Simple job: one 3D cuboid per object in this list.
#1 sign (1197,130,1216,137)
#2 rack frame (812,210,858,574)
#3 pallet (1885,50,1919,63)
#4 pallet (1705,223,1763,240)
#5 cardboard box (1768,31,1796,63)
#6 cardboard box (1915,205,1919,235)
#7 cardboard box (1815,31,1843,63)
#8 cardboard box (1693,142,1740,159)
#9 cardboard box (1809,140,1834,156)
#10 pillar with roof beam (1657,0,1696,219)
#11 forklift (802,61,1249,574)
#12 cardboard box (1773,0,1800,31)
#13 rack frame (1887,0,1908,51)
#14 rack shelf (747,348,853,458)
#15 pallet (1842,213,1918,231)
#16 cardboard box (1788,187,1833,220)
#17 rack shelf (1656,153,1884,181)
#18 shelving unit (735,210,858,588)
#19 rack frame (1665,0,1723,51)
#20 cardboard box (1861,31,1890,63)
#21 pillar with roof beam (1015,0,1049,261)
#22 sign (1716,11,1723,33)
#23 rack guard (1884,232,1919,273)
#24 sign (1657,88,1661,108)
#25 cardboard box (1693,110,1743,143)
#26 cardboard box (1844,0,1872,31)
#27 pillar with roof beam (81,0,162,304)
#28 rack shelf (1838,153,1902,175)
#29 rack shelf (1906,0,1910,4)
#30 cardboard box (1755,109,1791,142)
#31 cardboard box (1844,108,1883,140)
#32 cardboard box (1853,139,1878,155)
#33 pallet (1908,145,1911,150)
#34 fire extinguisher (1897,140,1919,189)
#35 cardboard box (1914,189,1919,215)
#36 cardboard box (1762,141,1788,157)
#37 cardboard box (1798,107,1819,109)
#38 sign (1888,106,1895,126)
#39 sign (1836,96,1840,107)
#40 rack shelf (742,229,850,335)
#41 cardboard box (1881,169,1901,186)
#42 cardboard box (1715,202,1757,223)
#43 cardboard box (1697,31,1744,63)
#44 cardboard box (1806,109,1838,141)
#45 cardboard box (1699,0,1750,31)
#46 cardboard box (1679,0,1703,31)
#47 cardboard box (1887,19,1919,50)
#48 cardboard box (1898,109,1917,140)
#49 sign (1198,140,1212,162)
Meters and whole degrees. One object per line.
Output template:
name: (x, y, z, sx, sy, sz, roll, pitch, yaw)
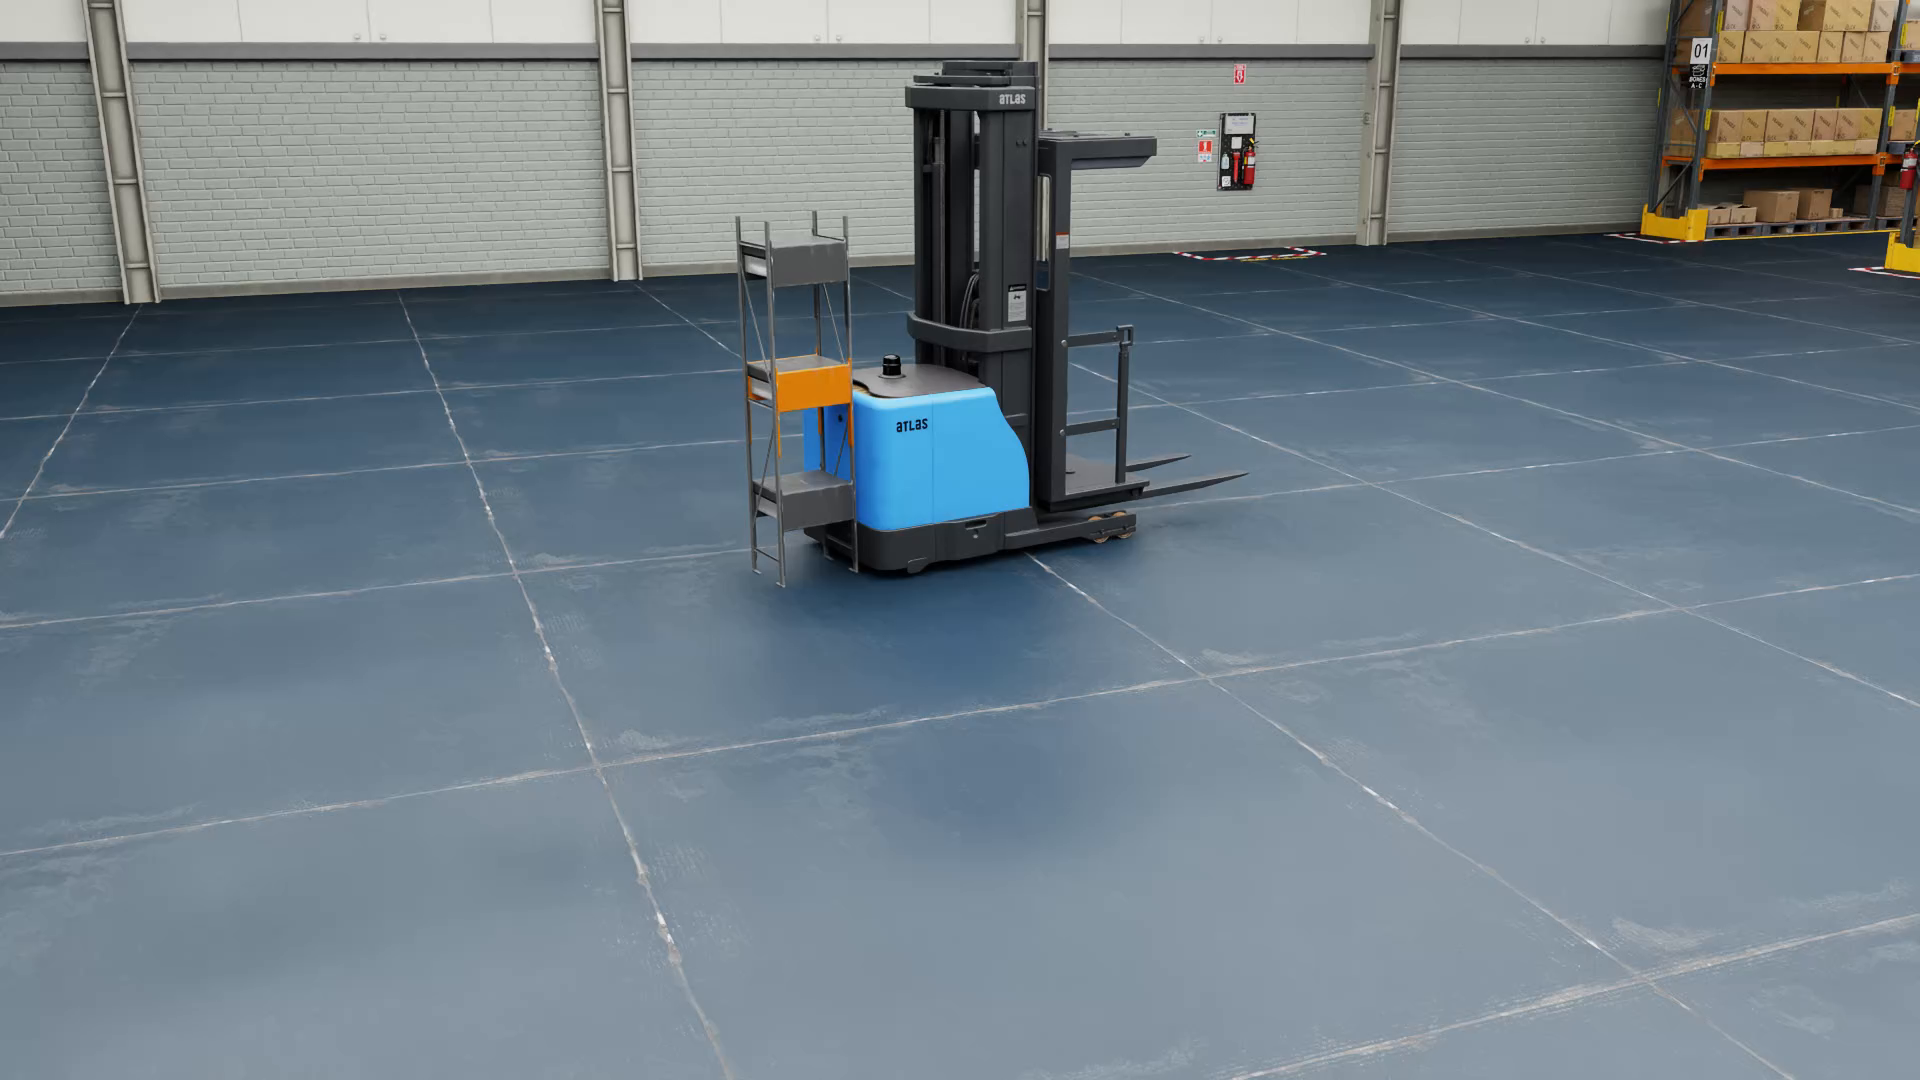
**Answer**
sign: (3.772, -6.223, 25.462, 0.331, 0.109, 0.001, -6, 17, -20)
rack frame: (-0.731, -0.853, 9.757, 0.015, 2.100, 0.400, -11, 20, -31)
pallet: (16.248, -8.315, 28.598, 1.003, 0.211, 1.213, -6, 17, -20)
pallet: (12.740, -5.270, 28.171, 1.213, 0.211, 1.003, -6, 17, -20)
cardboard box: (13.297, -8.091, 27.290, 0.500, 0.500, 0.500, -5, 17, -18)
cardboard box: (14.068, -4.599, 23.741, 0.500, 0.500, 0.500, -6, 17, -20)
cardboard box: (14.269, -8.199, 27.657, 0.500, 0.500, 0.500, -7, 18, -22)
cardboard box: (12.467, -6.431, 27.406, 0.500, 0.250, 0.500, -7, 18, -22)
cardboard box: (14.367, -6.639, 28.112, 0.500, 0.250, 0.500, -6, 17, -20)
pillar with roof beam: (13.782, -8.572, 23.818, 0.400, 9.000, 9.100, -6, 17, -20)
forklift: (0.528, -1.502, 10.511, 3.031, 2.935, 1.130, -10, 19, -31)
cardboard box: (13.306, -8.571, 27.152, 0.500, 0.500, 0.500, -6, 17, -19)
rack frame: (15.633, -9.810, 28.033, 0.127, 3.000, 1.000, -6, 17, -20)
rack shelf: (-0.936, -0.800, 9.635, 0.480, 0.518, 0.431, -11, 20, -31)
pallet: (16.359, -5.672, 29.539, 1.213, 0.211, 1.003, -6, 17, -20)
cardboard box: (14.678, -5.828, 28.776, 0.500, 0.500, 0.500, -8, 18, -24)
rack shelf: (13.765, -6.385, 28.293, 4.000, 0.370, 1.077, -6, 17, -20)
shelving unit: (-0.936, -0.813, 9.631, 0.503, 2.100, 0.431, -11, 20, -31)
rack frame: (11.898, -9.406, 26.659, 0.127, 3.000, 1.000, -6, 17, -20)
cardboard box: (15.248, -8.312, 28.043, 0.500, 0.500, 0.500, -6, 17, -19)
pillar with roof beam: (2.577, -7.362, 19.698, 0.400, 9.000, 9.100, -6, 17, -20)
sign: (12.092, -8.244, 26.473, 0.005, 0.325, 0.100, -6, 17, -20)
rack guard: (13.651, -4.023, 23.412, 0.348, 0.500, 1.175, -6, 17, -20)
sign: (11.718, -7.383, 27.801, 0.005, 0.325, 0.100, -6, 17, -20)
cardboard box: (12.451, -6.795, 27.312, 0.500, 0.500, 0.500, -6, 17, -20)
cardboard box: (14.751, -8.728, 27.684, 0.500, 0.500, 0.500, -5, 17, -17)
pillar with roof beam: (-8.629, -6.152, 15.578, 0.400, 9.000, 9.100, -6, 17, -20)
rack shelf: (17.501, -6.788, 29.666, 4.000, 0.370, 1.077, -6, 17, -20)
rack shelf: (17.501, -9.474, 28.877, 4.000, 0.370, 1.077, -6, 17, -20)
cardboard box: (13.401, -6.892, 27.644, 0.500, 0.500, 0.500, -7, 18, -22)
cardboard box: (15.302, -7.100, 28.351, 0.500, 0.500, 0.500, -6, 17, -20)
cardboard box: (15.299, -6.741, 28.462, 0.500, 0.250, 0.500, -6, 17, -20)
pallet: (17.534, -7.032, 29.562, 1.213, 0.211, 1.003, -6, 17, -20)
fire extinguisher: (13.397, -5.298, 23.454, 0.183, 0.674, 0.296, -6, 17, -20)
cardboard box: (16.779, -6.087, 29.658, 0.500, 0.500, 0.700, -7, 18, -21)
cardboard box: (13.425, -6.537, 27.767, 0.500, 0.250, 0.500, -6, 18, -21)
cardboard box: (14.635, -7.185, 28.642, 0.500, 0.500, 0.500, -6, 17, -20)
sign: (15.834, -7.205, 28.272, 0.005, 0.325, 0.100, -6, 17, -20)
sign: (15.431, -7.633, 29.211, 0.005, 0.325, 0.100, -6, 17, -20)
rack shelf: (-0.942, -1.471, 9.433, 0.480, 0.518, 0.431, -11, 20, -31)
cardboard box: (16.724, -6.427, 29.484, 0.500, 0.250, 0.500, -7, 18, -21)
cardboard box: (13.108, -5.553, 28.174, 0.500, 0.311, 0.500, -5, 17, -15)
cardboard box: (12.300, -7.993, 26.956, 0.500, 0.500, 0.500, -6, 17, -19)
cardboard box: (14.364, -7.000, 28.011, 0.500, 0.500, 0.500, -7, 18, -22)
cardboard box: (12.344, -8.480, 26.839, 0.500, 0.500, 0.500, -8, 18, -24)
cardboard box: (12.207, -8.617, 27.306, 0.500, 0.500, 0.500, -5, 17, -18)
cardboard box: (16.172, -8.654, 28.498, 0.500, 0.500, 0.500, -4, 17, -12)
cardboard box: (16.645, -7.287, 29.131, 0.500, 0.500, 0.700, -4, 17, -14)
sign: (3.765, -5.971, 25.543, 0.234, 0.329, 0.001, -6, 17, -20)
